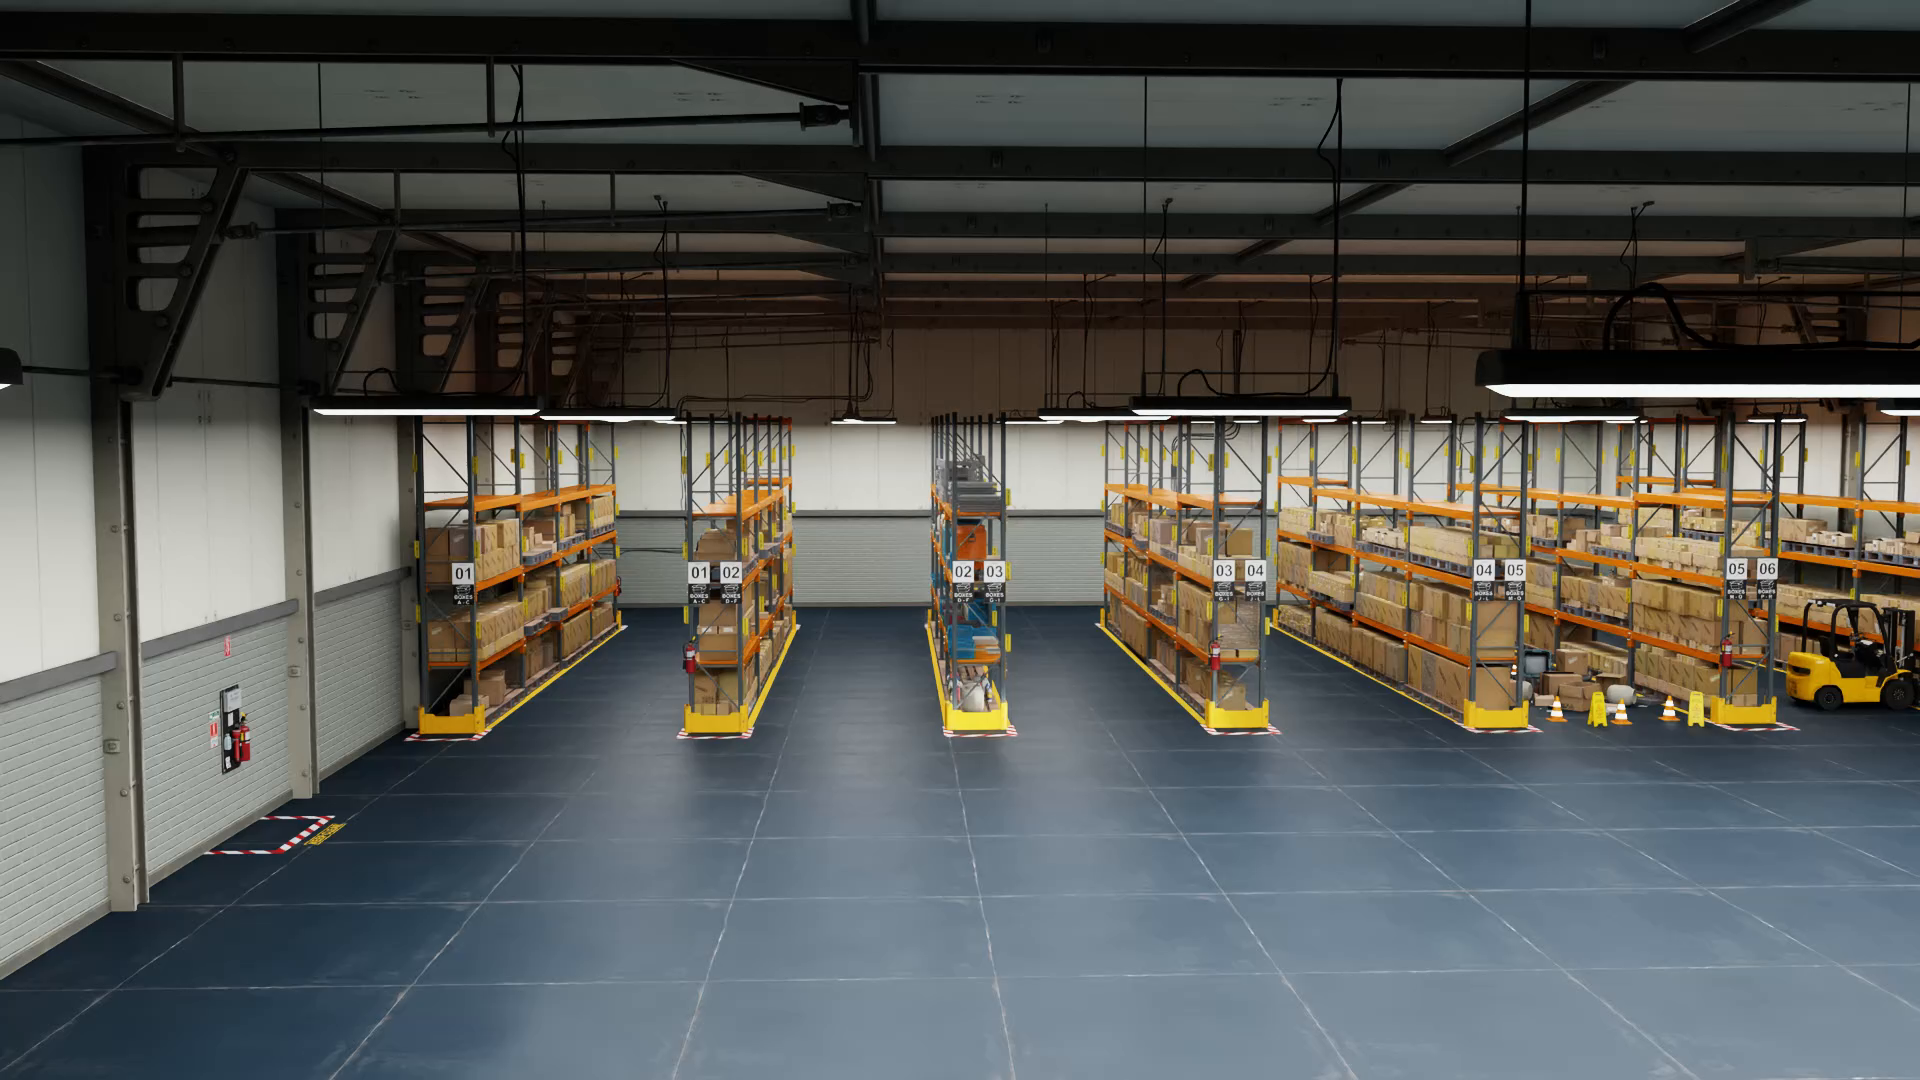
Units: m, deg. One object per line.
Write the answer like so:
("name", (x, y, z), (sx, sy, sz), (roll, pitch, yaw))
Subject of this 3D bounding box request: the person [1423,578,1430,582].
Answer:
("person", (12.354, 1.867, 43.962), (0.543, 1.722, 0.527), (-2, 4, -26))

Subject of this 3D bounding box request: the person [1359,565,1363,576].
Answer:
("person", (11.551, 1.566, 48.042), (1.060, 1.717, 0.545), (3, 5, 35))
